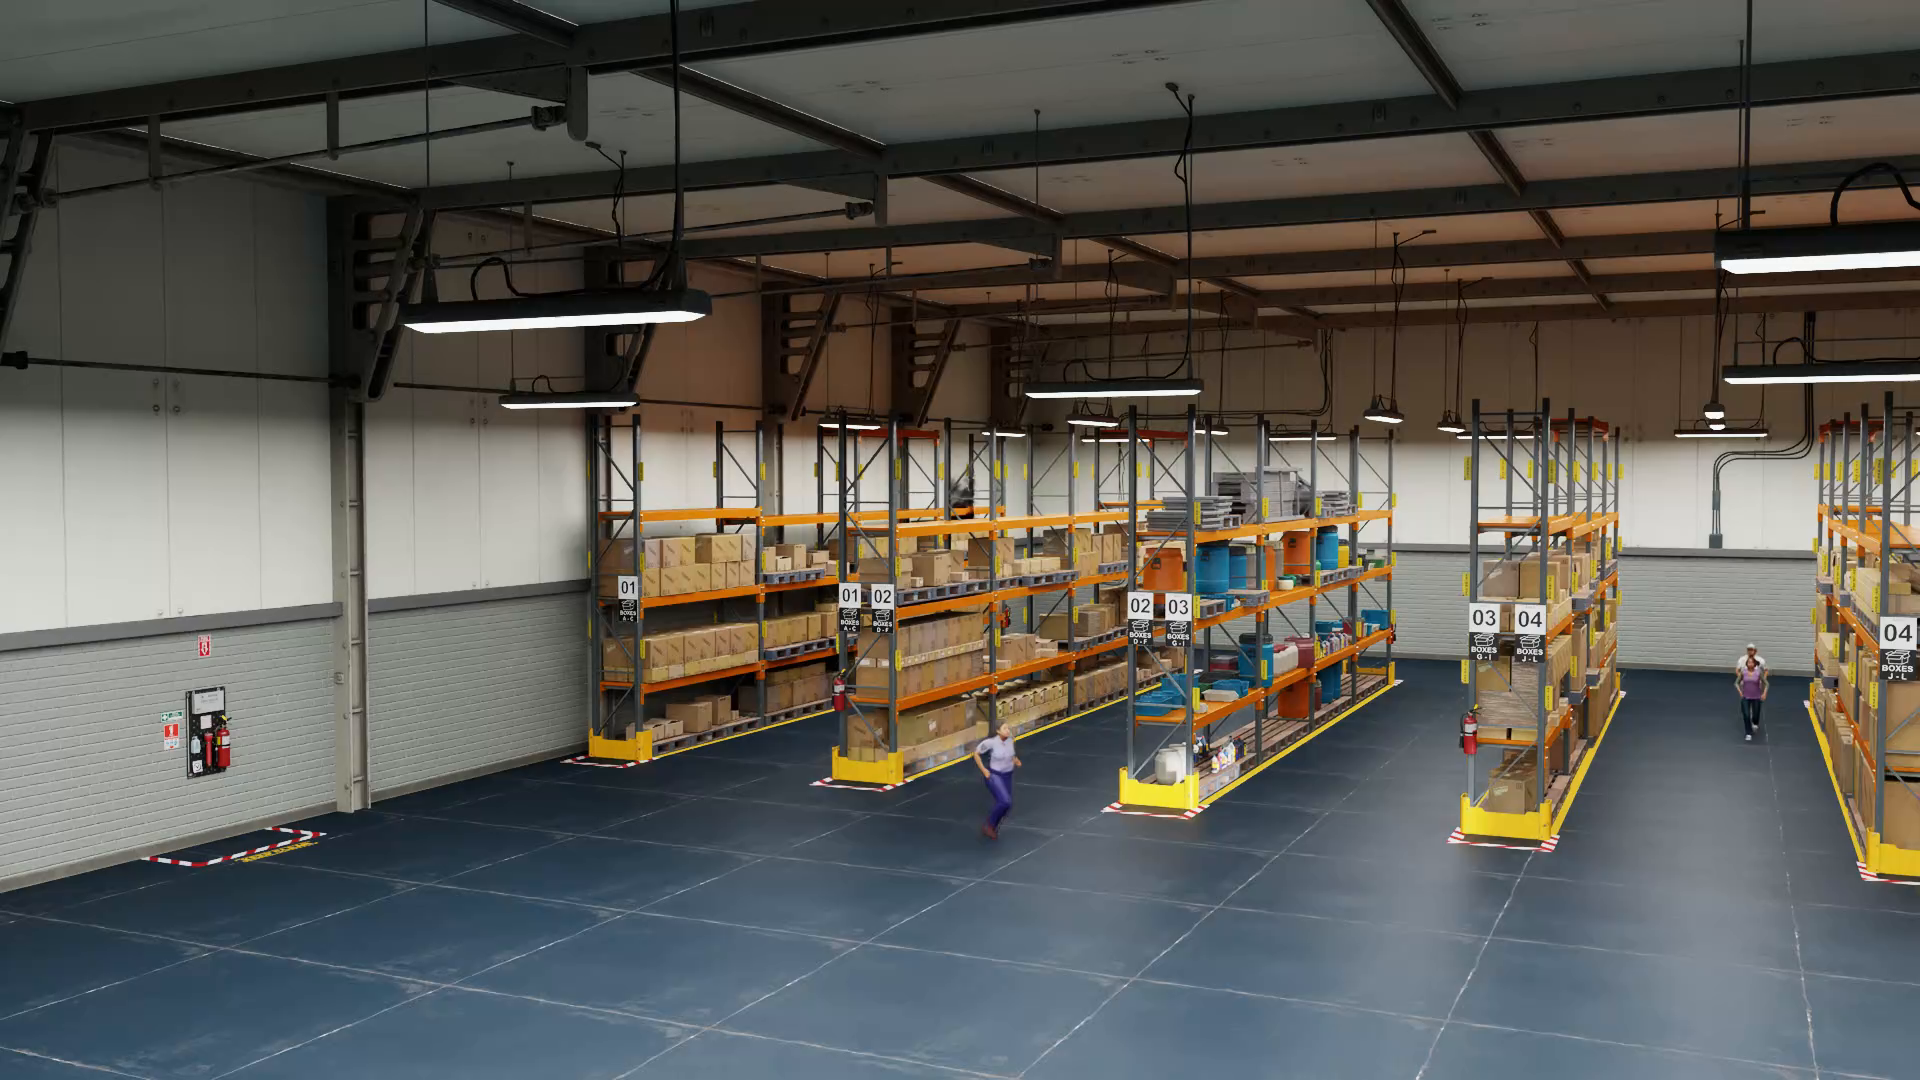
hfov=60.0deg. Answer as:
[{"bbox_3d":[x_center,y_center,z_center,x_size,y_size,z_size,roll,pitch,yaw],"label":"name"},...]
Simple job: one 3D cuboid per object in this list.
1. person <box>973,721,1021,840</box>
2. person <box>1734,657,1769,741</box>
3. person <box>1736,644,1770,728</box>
[{"bbox_3d":[0.542,3.255,22.585,0.597,1.603,0.665,-2,3,-45],"label":"person"},{"bbox_3d":[14.744,2.955,30.990,0.589,1.536,0.575,1,3,27],"label":"person"},{"bbox_3d":[15.557,2.856,32.649,0.603,1.644,0.603,1,3,28],"label":"person"}]
